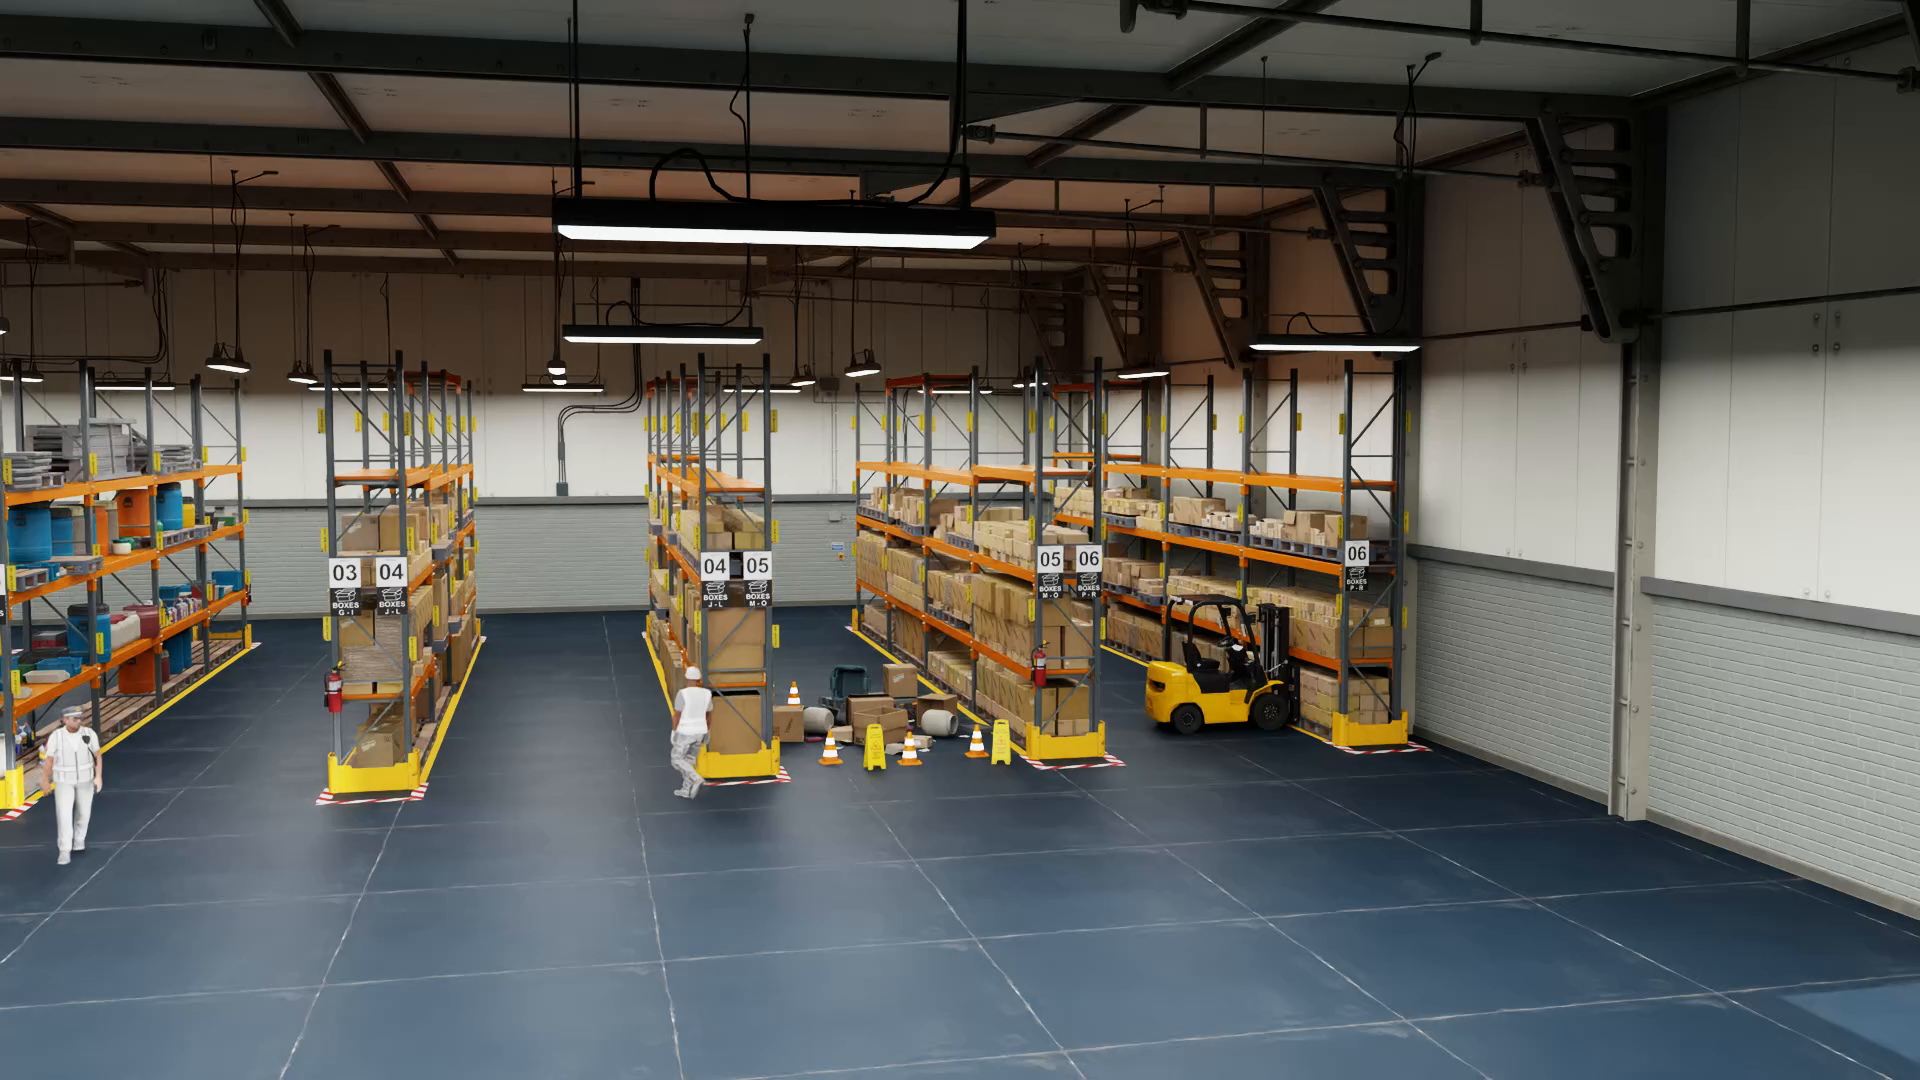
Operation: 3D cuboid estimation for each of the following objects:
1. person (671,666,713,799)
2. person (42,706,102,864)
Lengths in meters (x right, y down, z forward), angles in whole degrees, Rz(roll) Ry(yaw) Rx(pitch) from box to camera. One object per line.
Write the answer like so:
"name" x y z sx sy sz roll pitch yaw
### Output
"person" -3.583 2.572 22.171 0.736 1.774 0.599 4 6 44
"person" -10.243 2.783 19.243 0.589 1.733 0.856 -3 5 -41
